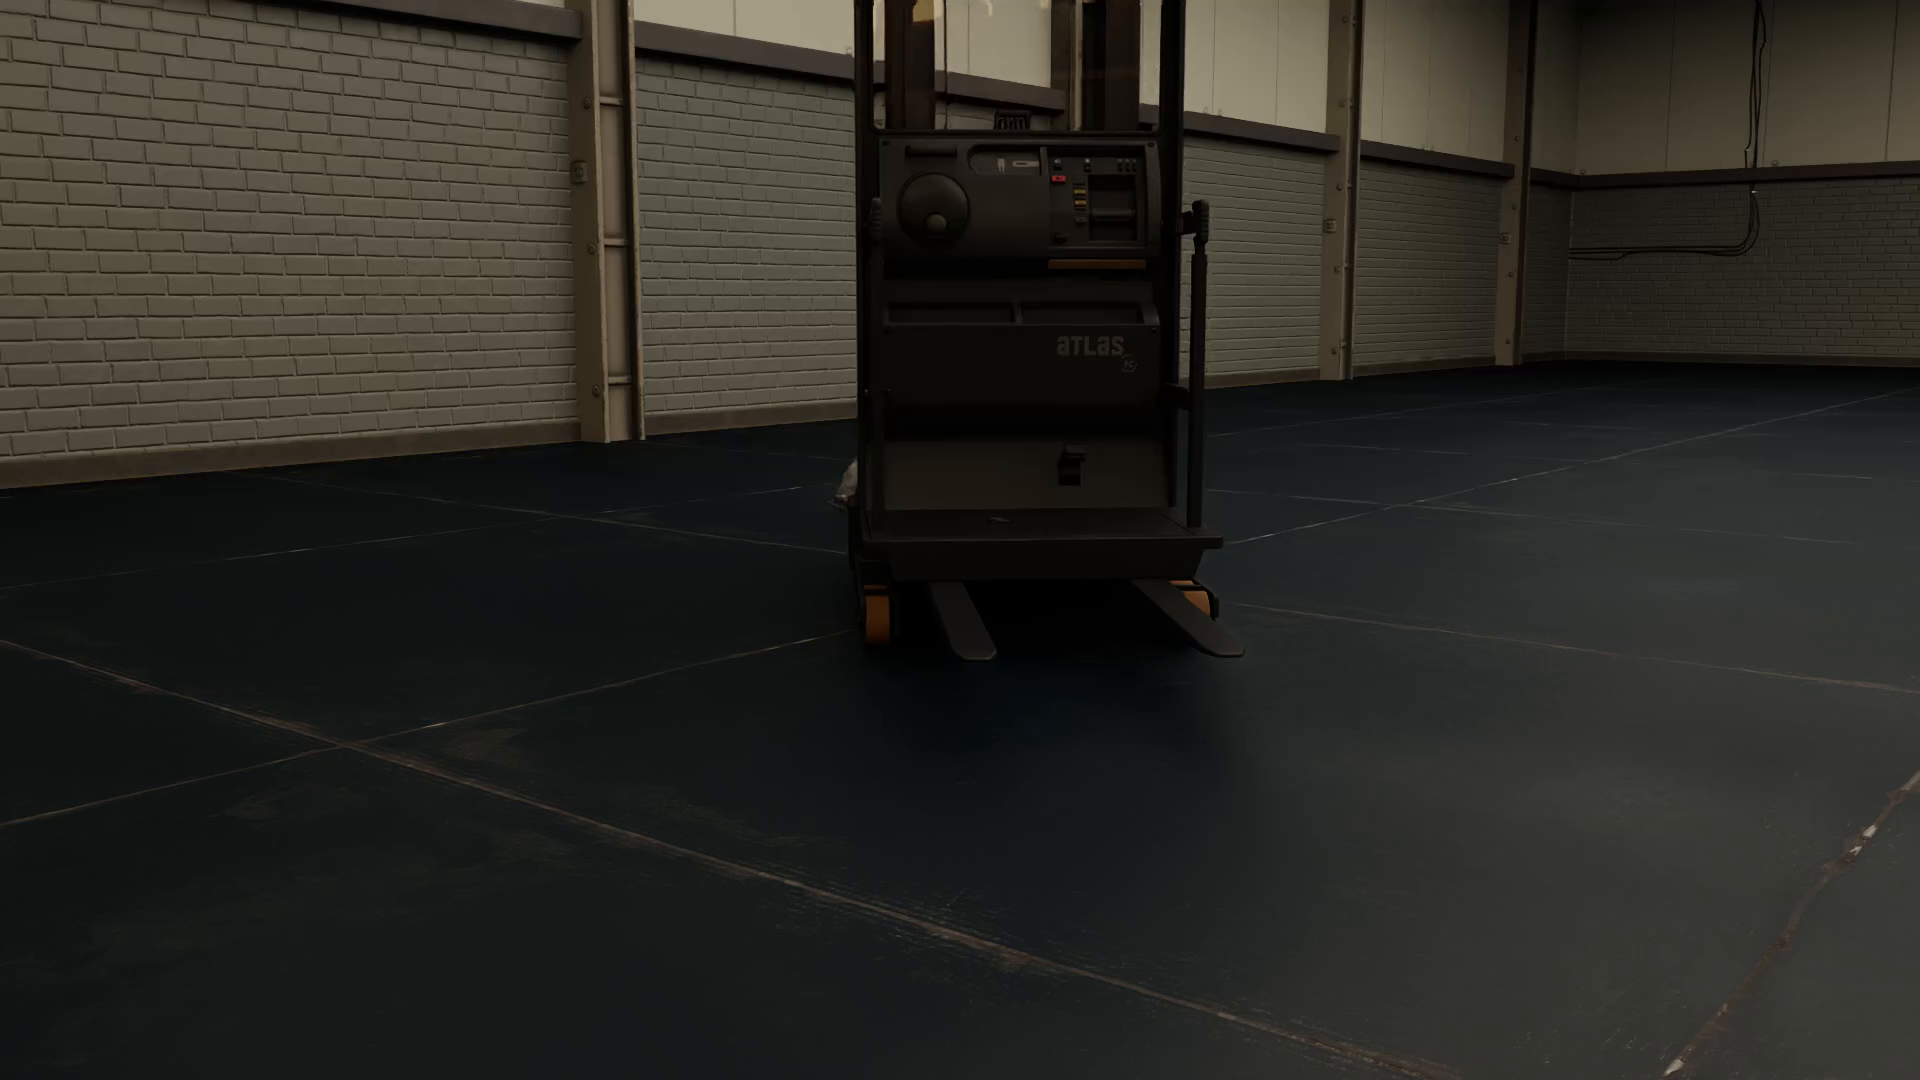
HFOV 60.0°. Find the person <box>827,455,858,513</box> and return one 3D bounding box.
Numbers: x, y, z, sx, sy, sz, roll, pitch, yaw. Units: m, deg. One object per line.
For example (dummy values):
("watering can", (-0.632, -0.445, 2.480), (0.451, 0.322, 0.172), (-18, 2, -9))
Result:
("person", (-0.032, -0.840, 7.821), (1.282, 1.538, 0.746), (8, 11, 42))

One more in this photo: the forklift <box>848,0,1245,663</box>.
("forklift", (0.217, -1.169, 5.271), (1.130, 2.935, 3.031), (-1, 8, -5))
